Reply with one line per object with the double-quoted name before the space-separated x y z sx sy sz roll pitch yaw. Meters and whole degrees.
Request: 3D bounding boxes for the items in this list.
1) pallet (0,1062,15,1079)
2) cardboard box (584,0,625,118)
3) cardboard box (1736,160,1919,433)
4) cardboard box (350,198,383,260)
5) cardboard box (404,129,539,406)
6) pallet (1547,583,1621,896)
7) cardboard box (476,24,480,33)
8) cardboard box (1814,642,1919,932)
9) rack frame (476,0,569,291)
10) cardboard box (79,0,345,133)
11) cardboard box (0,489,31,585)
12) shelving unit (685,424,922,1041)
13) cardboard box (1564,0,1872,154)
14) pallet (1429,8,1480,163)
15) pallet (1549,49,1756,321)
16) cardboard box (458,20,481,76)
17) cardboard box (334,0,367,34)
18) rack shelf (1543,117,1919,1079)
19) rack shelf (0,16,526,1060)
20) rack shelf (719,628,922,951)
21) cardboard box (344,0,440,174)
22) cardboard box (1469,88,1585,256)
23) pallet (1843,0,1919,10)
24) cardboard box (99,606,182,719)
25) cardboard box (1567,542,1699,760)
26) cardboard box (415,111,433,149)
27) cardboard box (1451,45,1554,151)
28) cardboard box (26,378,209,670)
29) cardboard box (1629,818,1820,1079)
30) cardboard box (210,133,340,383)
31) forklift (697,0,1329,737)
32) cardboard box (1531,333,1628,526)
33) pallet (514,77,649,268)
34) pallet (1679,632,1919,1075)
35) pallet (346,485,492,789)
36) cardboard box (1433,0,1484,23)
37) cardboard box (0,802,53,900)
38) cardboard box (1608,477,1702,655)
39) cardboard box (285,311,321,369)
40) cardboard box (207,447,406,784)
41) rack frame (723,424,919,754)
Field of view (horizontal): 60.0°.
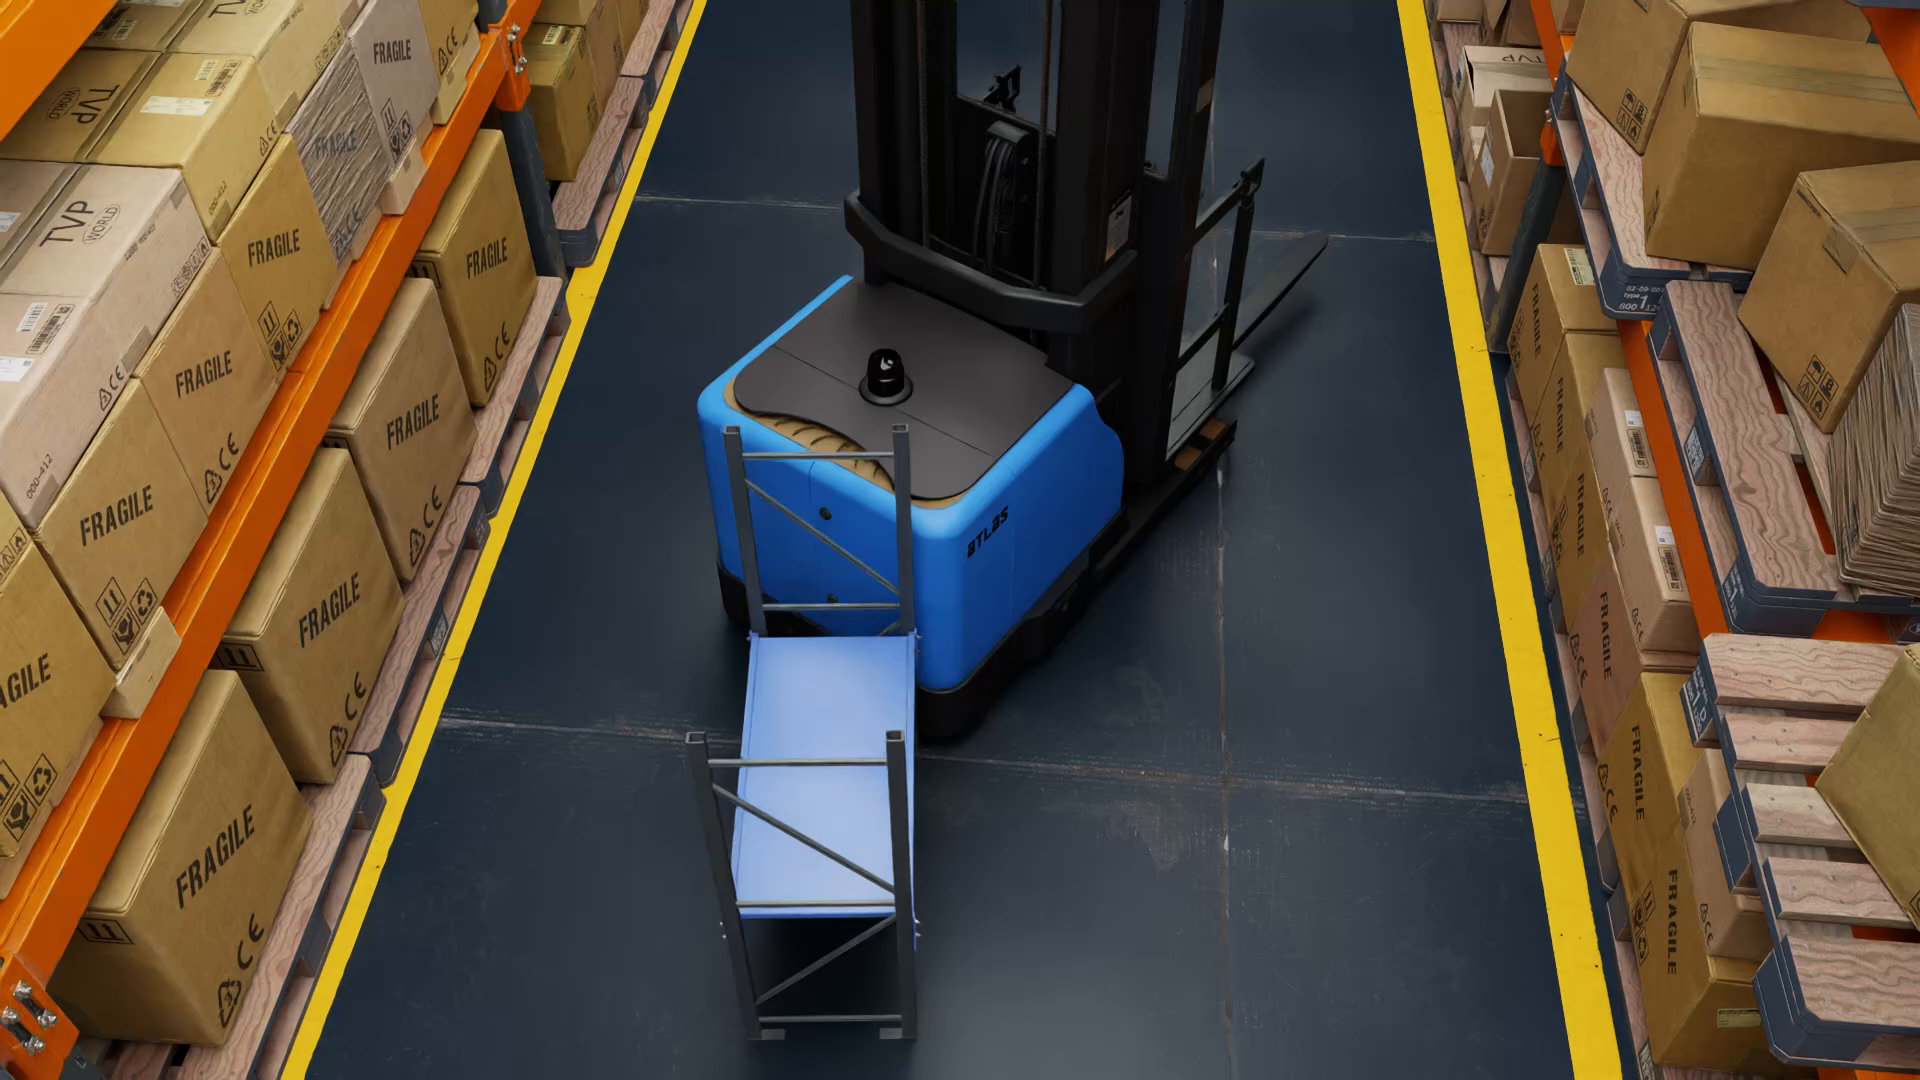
"pallet" -2.540 1.403 3.064 1.213 0.211 1.003 4 48 4
"cardboard box" -1.997 -2.342 7.768 0.700 0.500 0.500 3 48 3
"cardboard box" 2.618 -0.675 4.482 0.700 0.500 0.500 -7 48 -6
"cardboard box" -2.087 -1.039 5.324 0.380 0.149 0.250 4 48 4
"cardboard box" -2.146 -1.062 6.361 0.750 0.750 0.750 4 48 4
"pallet" 2.572 0.639 5.523 1.003 0.211 1.213 4 48 4
"cardboard box" -2.257 -2.099 7.106 0.380 0.149 0.250 4 48 3
"cardboard box" 2.298 0.492 3.415 0.700 0.500 0.500 -11 48 -10
"rack frame" -2.216 -2.132 6.167 1.000 3.000 0.127 4 48 4
"cardboard box" -2.107 -1.416 4.721 0.500 0.250 0.500 5 48 4
"cardboard box" -2.280 0.076 3.357 0.500 0.250 0.500 5 48 4
"shelving unit" -0.383 0.580 4.703 0.538 1.500 1.048 -1 48 0
"cardboard box" 2.451 -1.644 5.369 0.700 0.500 0.500 -11 48 -10
"pallet" 2.889 -2.264 8.178 1.003 0.211 1.213 4 48 4
"pallet" 2.536 -1.157 5.406 1.003 0.211 1.213 4 48 4
"cardboard box" -1.965 -1.787 6.008 0.380 0.149 0.250 4 48 4
"cardboard box" -2.060 -1.791 5.064 0.500 0.250 0.500 5 48 4
"rack shelf" 2.535 -0.089 4.786 1.077 0.370 4.000 4 48 4
"rack shelf" -2.398 -0.420 5.089 1.077 0.370 4.000 4 48 4
"rack shelf" -0.383 0.702 4.835 0.538 0.185 1.000 -1 48 0
"cardboard box" -2.044 -1.541 5.344 0.500 0.500 0.500 4 48 4
"cardboard box" 2.487 -1.544 7.026 0.500 0.500 0.500 4 48 4
"pallet" 2.496 -1.514 3.696 1.213 0.211 1.003 4 48 4
"cardboard box" -2.180 0.285 4.113 0.380 0.149 0.250 5 48 5
"cardboard box" 2.293 0.363 5.281 0.500 0.500 0.500 2 48 2
"cardboard box" -2.033 -1.412 5.666 0.380 0.149 0.250 5 48 5
"cardboard box" 2.555 -2.032 7.599 0.500 0.311 0.500 4 48 4
"cardboard box" -2.225 -0.058 3.987 0.500 0.500 0.500 5 48 5
"cardboard box" 2.204 1.130 4.580 0.500 0.500 0.500 6 48 5
"cardboard box" -2.139 -0.805 4.671 0.500 0.500 0.500 5 48 5
"forklift" 0.425 -1.383 5.529 1.130 2.935 3.031 28 53 23
"cardboard box" 2.393 -0.375 5.956 0.500 0.500 0.500 4 48 4
"pallet" -2.069 -1.744 7.703 1.003 0.211 1.213 4 48 4
"pallet" 2.345 0.700 3.707 1.213 0.211 1.003 4 48 4
"pallet" -2.320 0.280 5.851 1.003 0.211 1.213 4 48 4
"cardboard box" 2.659 -2.846 8.386 0.500 0.250 0.500 4 48 4
"cardboard box" -2.320 0.659 3.771 0.380 0.149 0.250 3 48 3
"cardboard box" 2.294 0.083 5.029 0.500 0.250 0.500 3 48 3
"cardboard box" -2.160 -0.662 4.979 0.380 0.149 0.250 5 48 5
"cardboard box" -2.297 0.216 5.192 0.750 0.750 0.750 4 48 3
"rack frame" -0.389 0.205 5.046 0.500 1.500 0.032 -1 48 0
